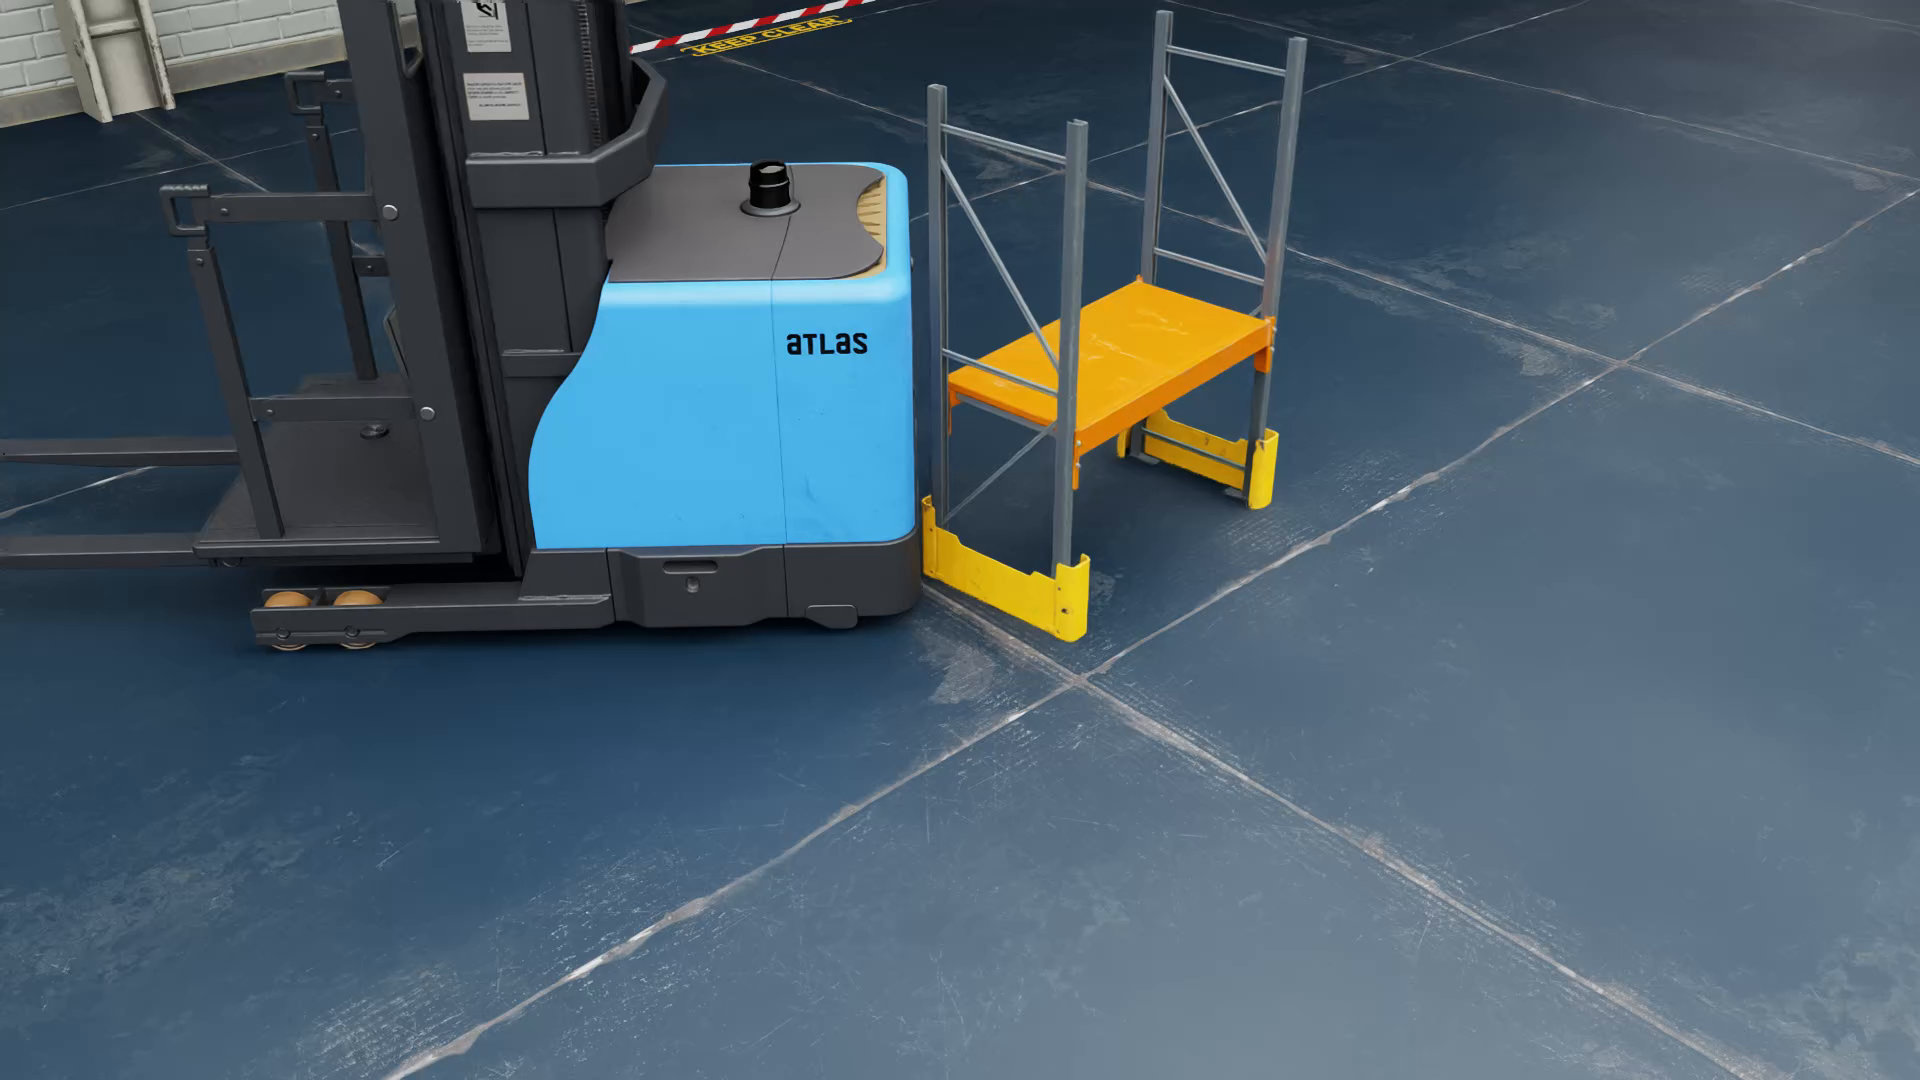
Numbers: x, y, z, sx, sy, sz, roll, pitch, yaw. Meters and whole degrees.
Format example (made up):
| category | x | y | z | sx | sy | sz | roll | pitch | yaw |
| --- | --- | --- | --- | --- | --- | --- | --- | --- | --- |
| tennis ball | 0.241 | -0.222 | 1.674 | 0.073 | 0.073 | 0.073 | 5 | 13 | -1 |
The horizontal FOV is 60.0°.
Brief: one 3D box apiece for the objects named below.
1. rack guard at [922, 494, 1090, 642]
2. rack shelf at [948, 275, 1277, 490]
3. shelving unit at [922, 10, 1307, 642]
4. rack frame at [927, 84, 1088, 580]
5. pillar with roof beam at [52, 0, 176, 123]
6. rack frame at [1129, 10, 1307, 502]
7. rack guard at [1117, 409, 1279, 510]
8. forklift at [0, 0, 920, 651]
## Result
| category | x | y | z | sx | sy | sz | roll | pitch | yaw |
| --- | --- | --- | --- | --- | --- | --- | --- | --- | --- |
| rack guard | 0.126 | 0.074 | 4.890 | 0.587 | 0.250 | 0.087 | 24 | 39 | 34 |
| rack shelf | 0.447 | -0.498 | 4.972 | 0.538 | 0.185 | 1.000 | 24 | 39 | 34 |
| shelving unit | 0.453 | -0.655 | 4.884 | 0.587 | 1.500 | 1.083 | 24 | 39 | 34 |
| rack frame | 0.113 | -0.452 | 4.551 | 0.500 | 1.500 | 0.032 | 24 | 39 | 34 |
| pillar with roof beam | -1.624 | -4.555 | 4.073 | 0.400 | 9.000 | 9.100 | -26 | 40 | -35 |
| rack frame | 0.781 | -0.852 | 5.205 | 0.500 | 1.500 | 0.032 | 24 | 39 | 34 |
| rack guard | 0.780 | -0.318 | 5.530 | 0.587 | 0.250 | 0.087 | 24 | 39 | 34 |
| forklift | -1.646 | -1.218 | 4.432 | 3.031 | 2.935 | 1.130 | -1 | 31 | -2 |
